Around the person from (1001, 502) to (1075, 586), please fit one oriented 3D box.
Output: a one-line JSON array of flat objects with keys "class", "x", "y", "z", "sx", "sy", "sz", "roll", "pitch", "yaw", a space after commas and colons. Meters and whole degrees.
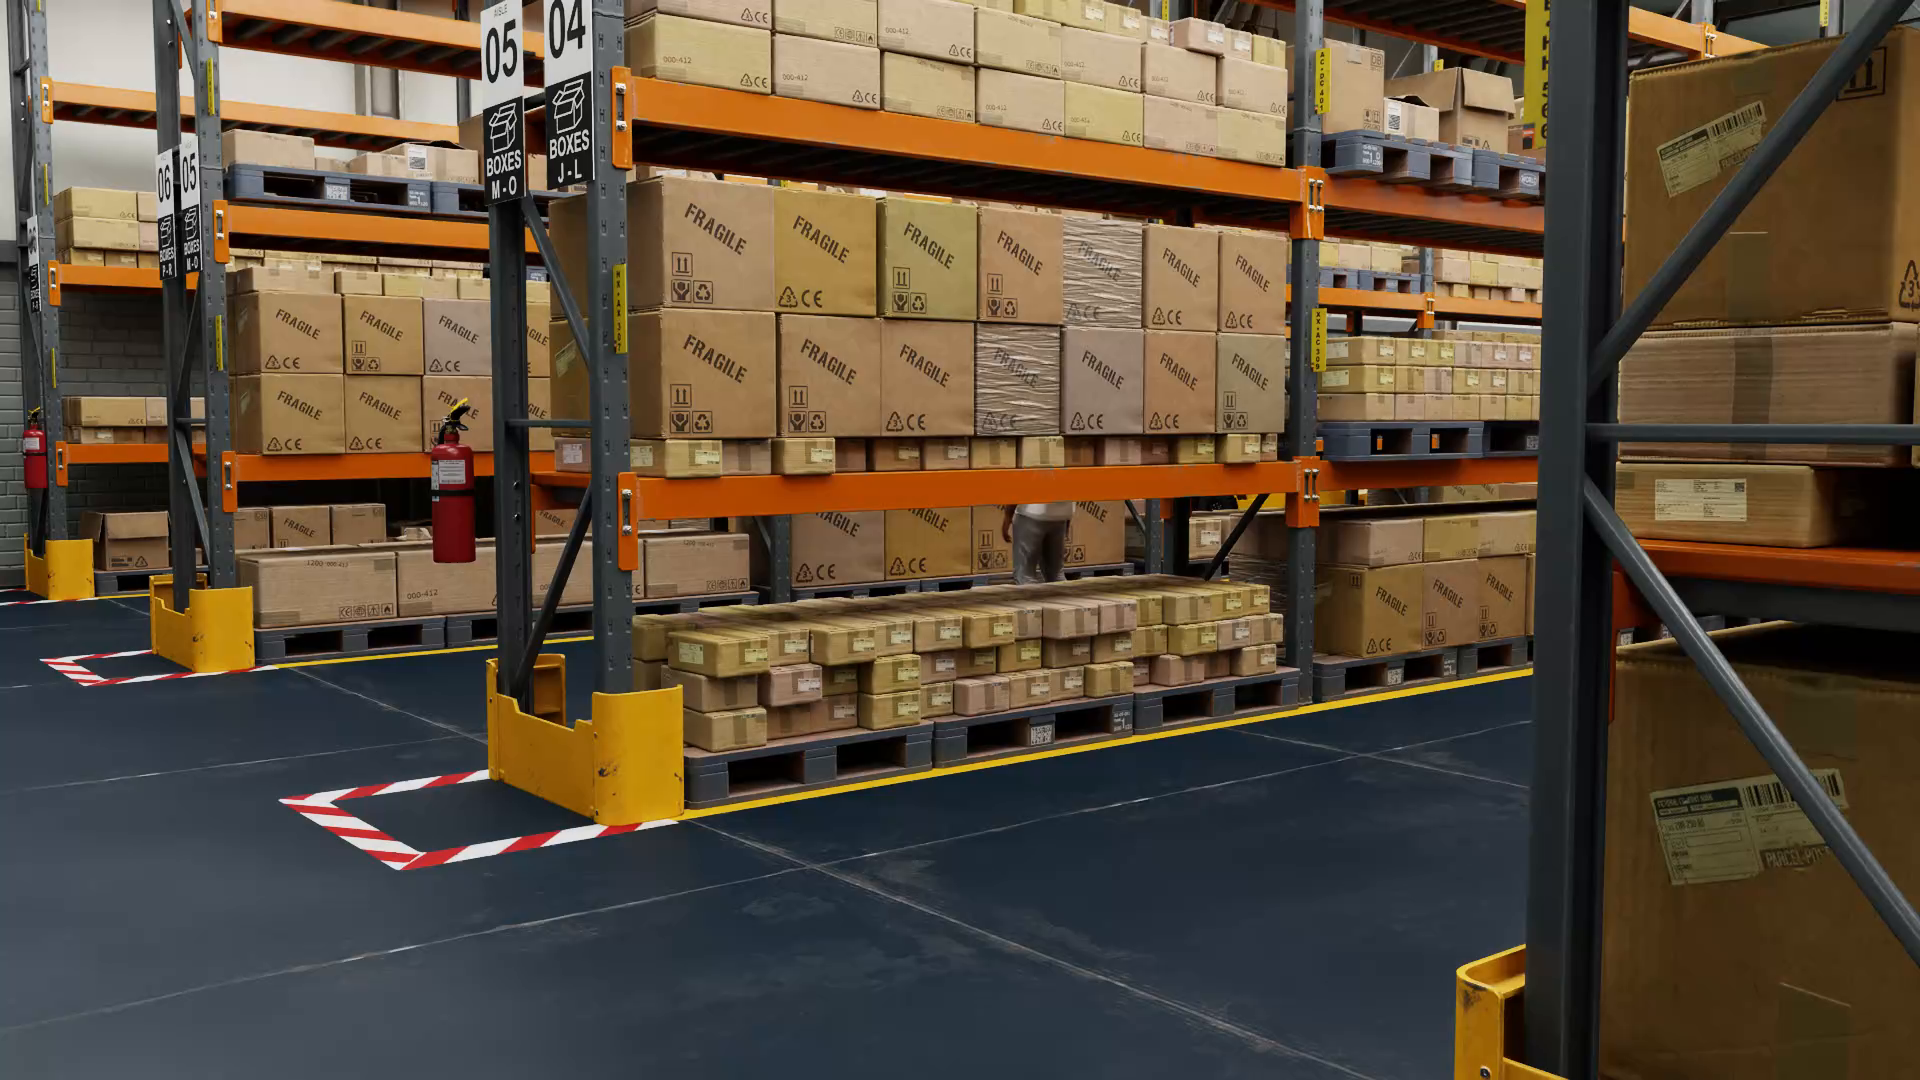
[{"class": "person", "x": 0.518, "y": -0.166, "z": 11.139, "sx": 0.630, "sy": 1.755, "sz": 0.458, "roll": -4, "pitch": 6, "yaw": -42}]
